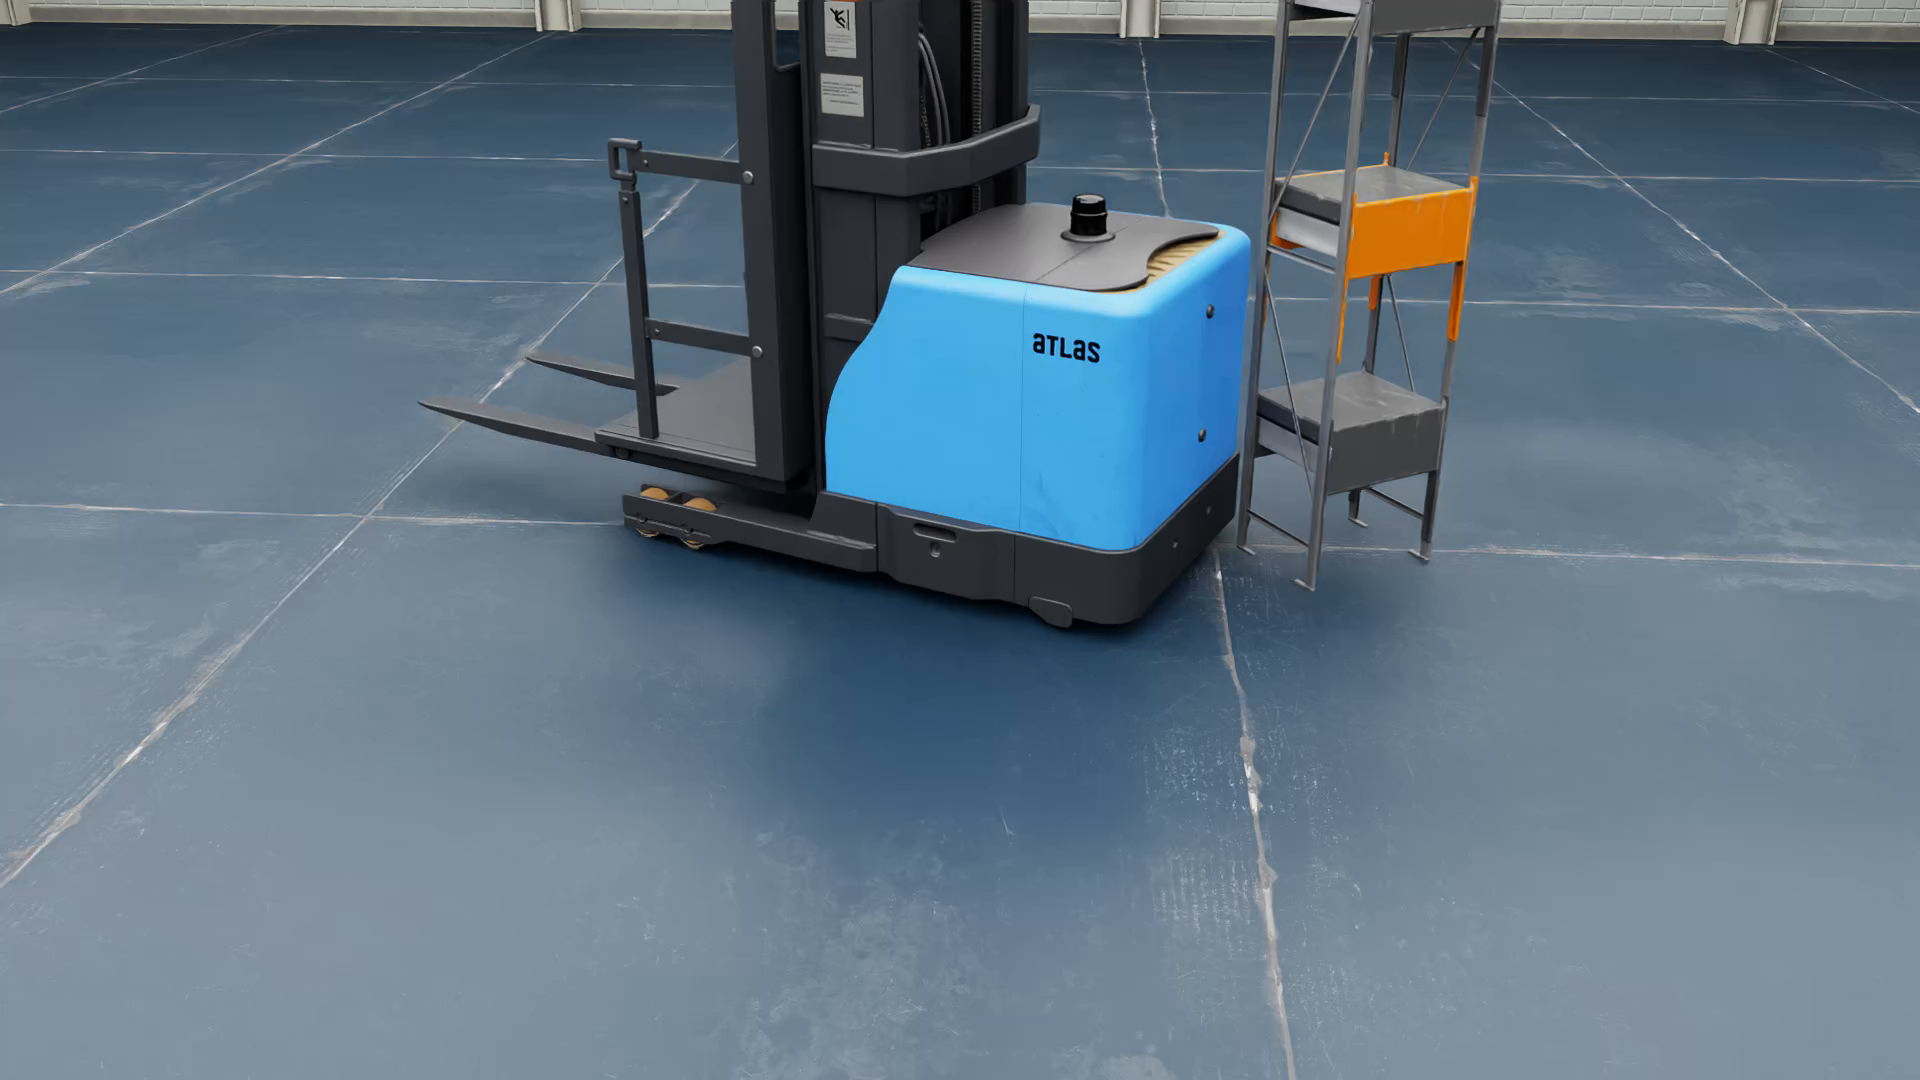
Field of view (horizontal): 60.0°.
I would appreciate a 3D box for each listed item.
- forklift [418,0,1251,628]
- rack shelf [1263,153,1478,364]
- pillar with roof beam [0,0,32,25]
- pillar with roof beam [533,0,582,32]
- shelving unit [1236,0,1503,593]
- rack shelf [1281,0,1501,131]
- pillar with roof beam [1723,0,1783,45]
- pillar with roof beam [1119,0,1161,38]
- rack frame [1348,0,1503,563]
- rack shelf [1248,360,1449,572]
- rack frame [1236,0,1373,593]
[{"bbox_3d":[-0.588,-1.485,5.472,3.031,2.935,1.130,13,28,25],"label":"forklift"},{"bbox_3d":[1.262,-0.892,5.210,0.480,0.518,0.431,-13,28,-25],"label":"rack shelf"},{"bbox_3d":[-10.475,-7.798,11.932,0.400,9.000,9.100,2,25,4],"label":"pillar with roof beam"},{"bbox_3d":[-4.493,-7.606,11.515,0.400,9.000,9.100,2,25,4],"label":"pillar with roof beam"},{"bbox_3d":[1.262,-0.905,5.204,0.503,2.100,0.431,-13,28,-25],"label":"shelving unit"},{"bbox_3d":[1.262,-1.528,4.917,0.480,0.518,0.431,-13,28,-25],"label":"rack shelf"},{"bbox_3d":[7.472,-7.222,10.681,0.400,9.000,9.100,2,25,4],"label":"pillar with roof beam"},{"bbox_3d":[1.489,-7.414,11.098,0.400,9.000,9.100,2,25,4],"label":"pillar with roof beam"},{"bbox_3d":[1.477,-0.953,5.309,0.015,2.100,0.400,-13,28,-25],"label":"rack frame"},{"bbox_3d":[1.262,-0.257,5.503,0.480,0.518,0.431,-13,28,-25],"label":"rack shelf"},{"bbox_3d":[1.047,-0.857,5.100,0.015,2.100,0.400,-13,28,-25],"label":"rack frame"}]
